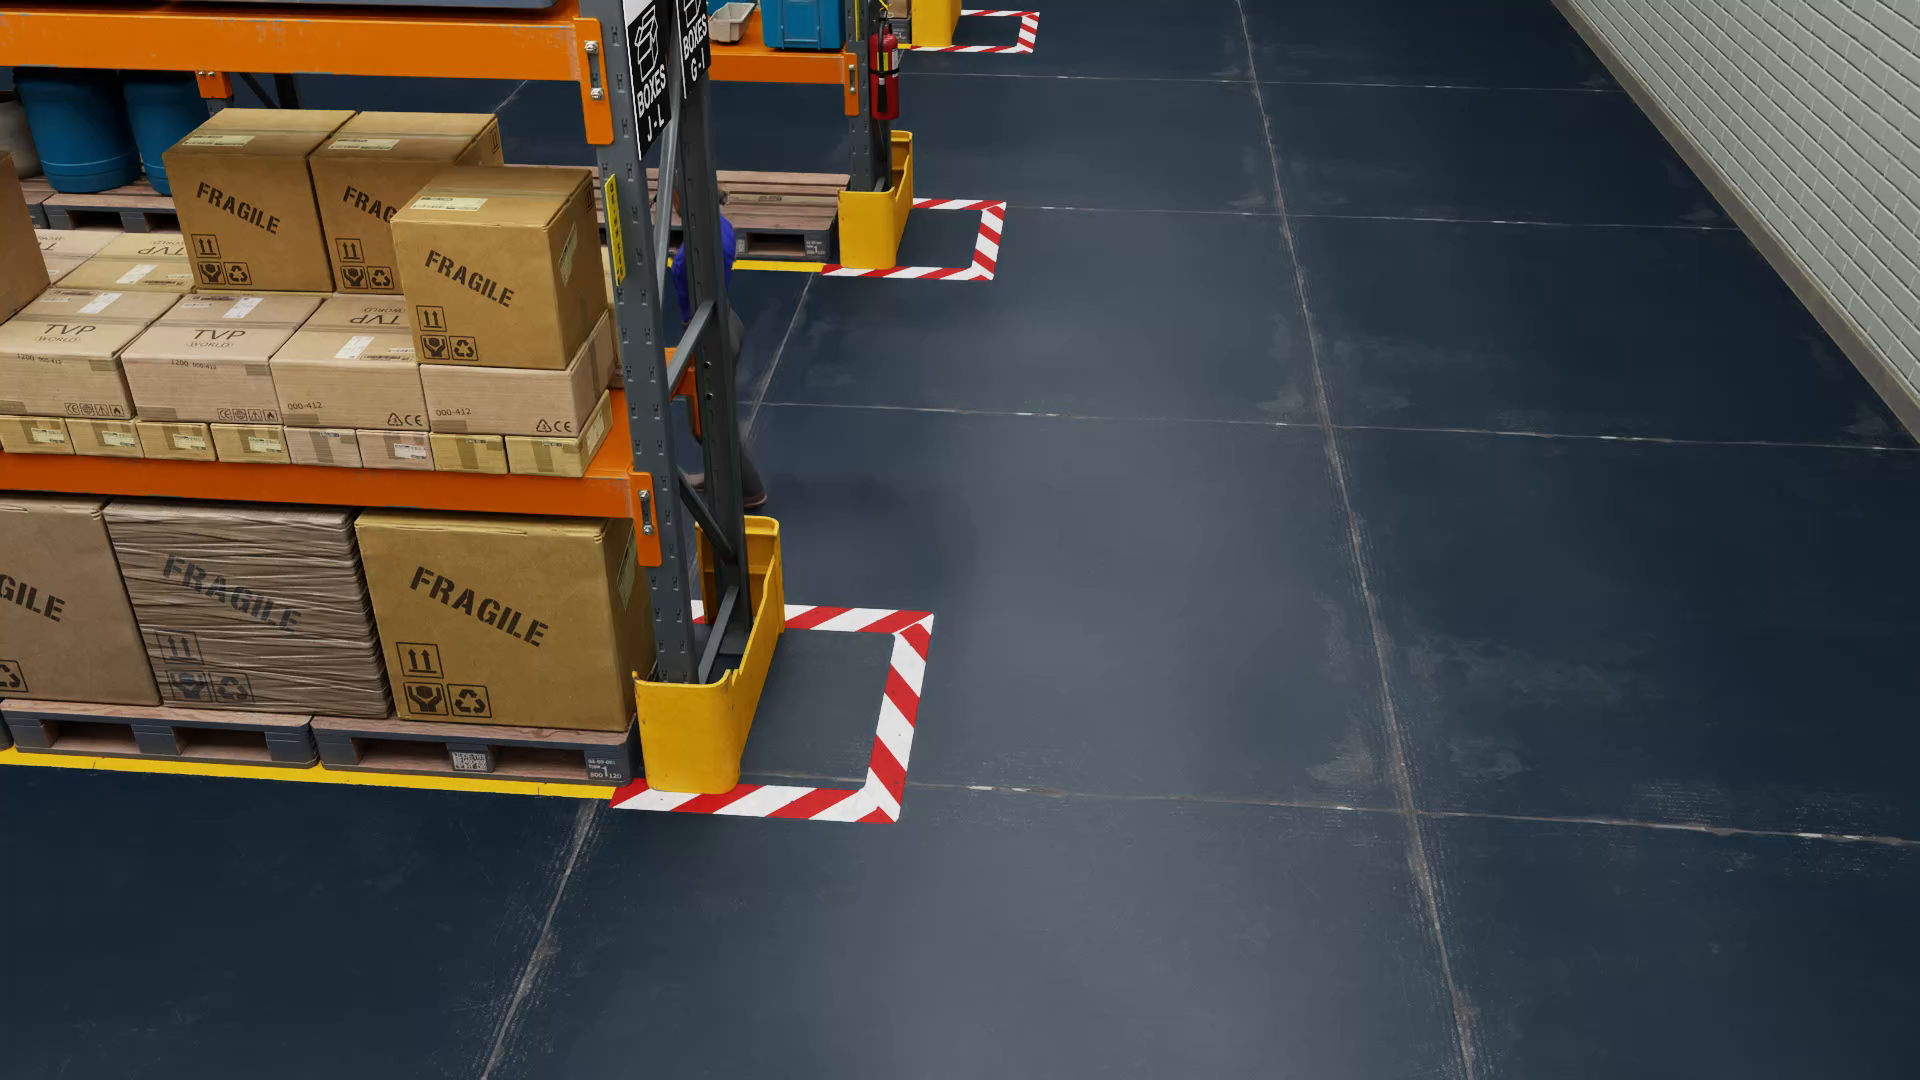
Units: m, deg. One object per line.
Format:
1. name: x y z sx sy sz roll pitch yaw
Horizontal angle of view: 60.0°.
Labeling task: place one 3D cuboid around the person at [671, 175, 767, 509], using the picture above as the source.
1. person: -1.140 -0.892 7.542 0.465 1.671 0.453 1 32 2
